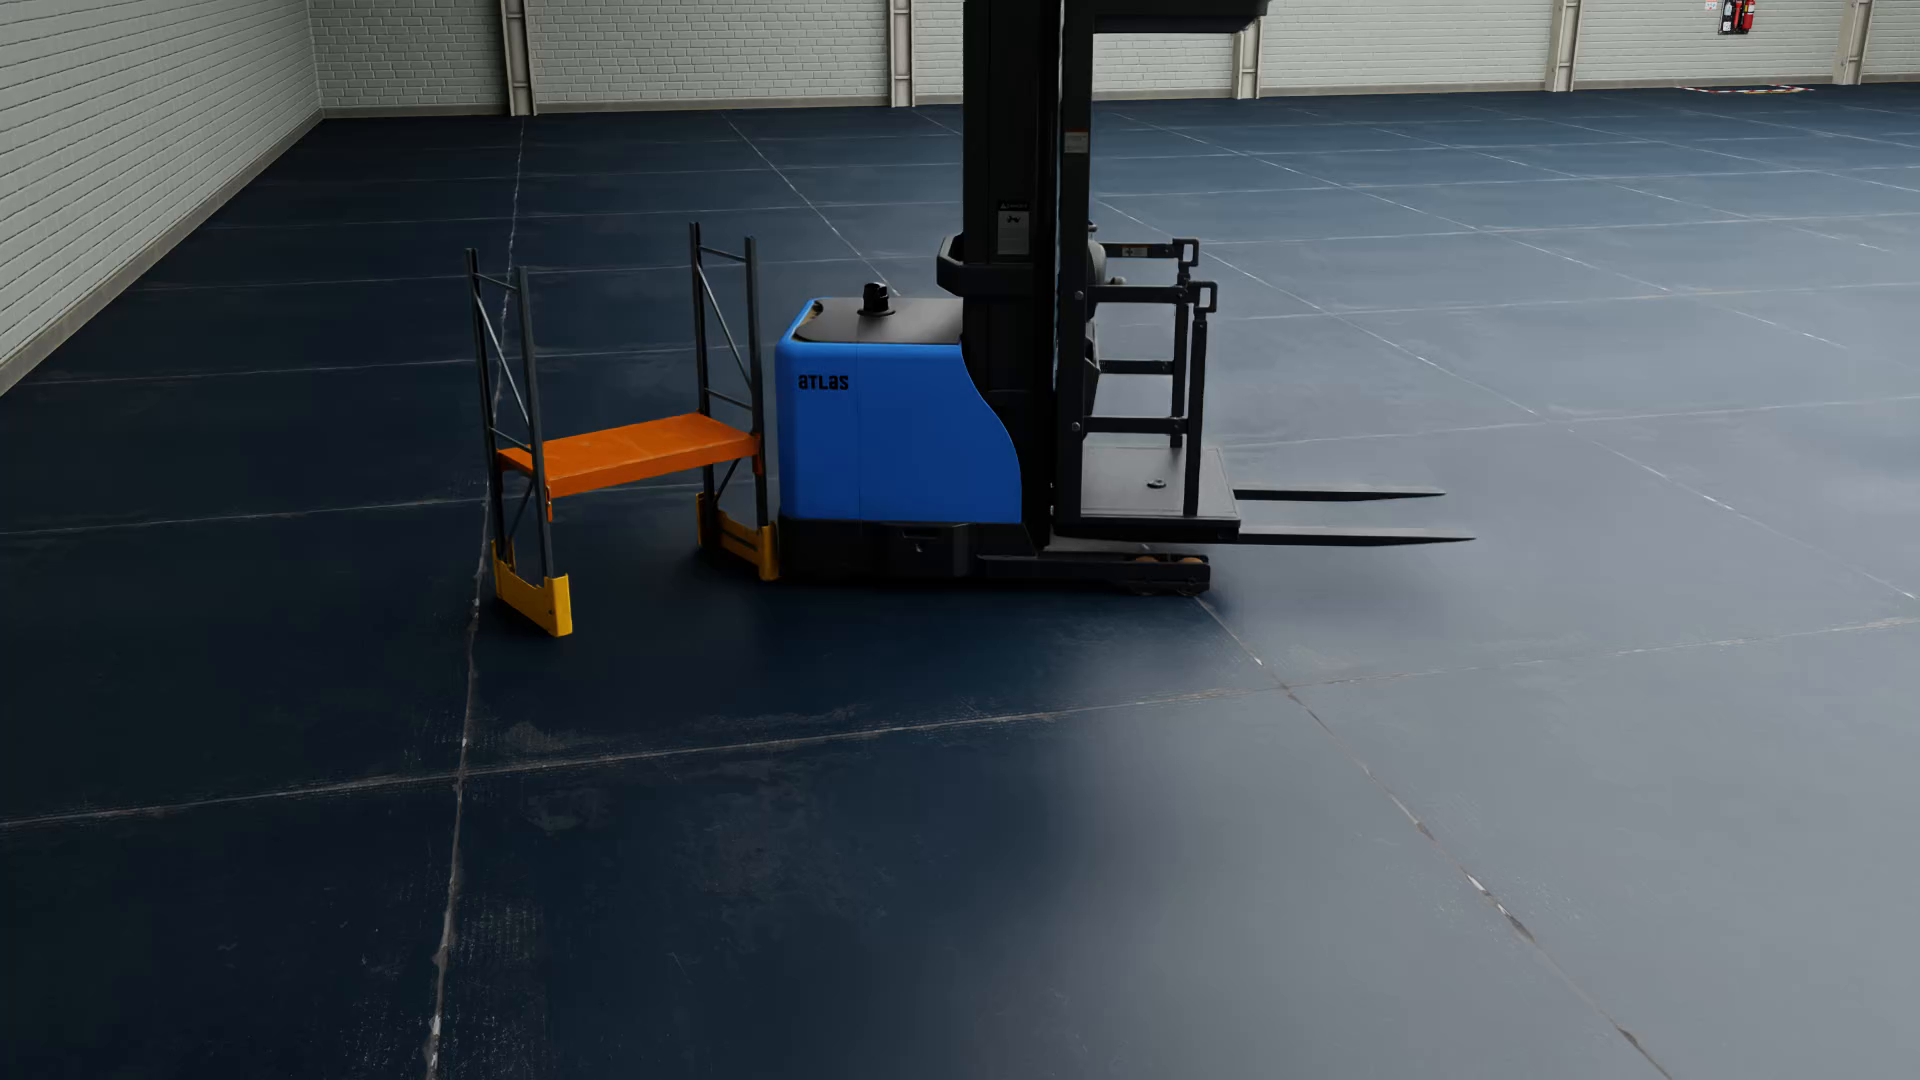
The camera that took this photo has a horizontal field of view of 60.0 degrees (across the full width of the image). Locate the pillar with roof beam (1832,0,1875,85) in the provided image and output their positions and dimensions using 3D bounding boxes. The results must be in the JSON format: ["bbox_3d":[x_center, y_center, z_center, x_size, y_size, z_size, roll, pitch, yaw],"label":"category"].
[{"bbox_3d":[17.551,-11.313,25.615,0.400,9.000,9.100,-5,21,-12],"label":"pillar with roof beam"}]

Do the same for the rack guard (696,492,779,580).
[{"bbox_3d":[-1.010,-0.024,7.516,0.087,0.250,0.587,-15,25,-36],"label":"rack guard"}]

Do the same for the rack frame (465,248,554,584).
[{"bbox_3d":[-1.803,-0.393,6.706,0.032,1.500,0.500,-15,25,-36],"label":"rack frame"}]

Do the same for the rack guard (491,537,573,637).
[{"bbox_3d":[-1.788,0.190,6.932,0.087,0.250,0.587,-15,25,-36],"label":"rack guard"}]

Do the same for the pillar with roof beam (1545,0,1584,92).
[{"bbox_3d":[11.712,-10.838,24.319,0.400,9.000,9.100,-5,21,-12],"label":"pillar with roof beam"}]

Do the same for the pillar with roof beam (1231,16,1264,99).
[{"bbox_3d":[5.873,-10.363,23.022,0.400,9.000,9.100,-5,21,-12],"label":"pillar with roof beam"}]

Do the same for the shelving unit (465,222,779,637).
[{"bbox_3d":[-1.399,-0.504,7.009,1.083,1.500,0.587,-15,25,-36],"label":"shelving unit"}]

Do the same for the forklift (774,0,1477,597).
[{"bbox_3d":[0.744,-1.321,7.159,3.031,2.935,1.130,1,20,3],"label":"forklift"}]

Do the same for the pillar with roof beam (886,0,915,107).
[{"bbox_3d":[0.034,-9.888,21.726,0.400,9.000,9.100,-5,21,-12],"label":"pillar with roof beam"}]

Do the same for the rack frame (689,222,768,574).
[{"bbox_3d":[-1.009,-0.611,7.302,0.032,1.500,0.500,-15,25,-36],"label":"rack frame"}]

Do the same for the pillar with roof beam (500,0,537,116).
[{"bbox_3d":[-5.805,-9.413,20.429,0.400,9.000,9.100,-5,21,-12],"label":"pillar with roof beam"}]

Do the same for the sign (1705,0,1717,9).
[{"bbox_3d":[13.585,-9.762,30.050,0.234,0.329,0.001,-5,21,-12],"label":"sign"}]

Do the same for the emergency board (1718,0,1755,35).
[{"bbox_3d":[14.147,-9.754,30.082,0.643,1.169,0.194,-5,21,-12],"label":"emergency board"}]

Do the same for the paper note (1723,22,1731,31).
[{"bbox_3d":[13.959,-9.350,30.258,0.142,0.148,0.016,-5,21,-12],"label":"paper note"}]

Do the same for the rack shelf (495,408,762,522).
[{"bbox_3d":[-1.406,-0.333,7.066,1.000,0.185,0.538,-15,25,-36],"label":"rack shelf"}]
